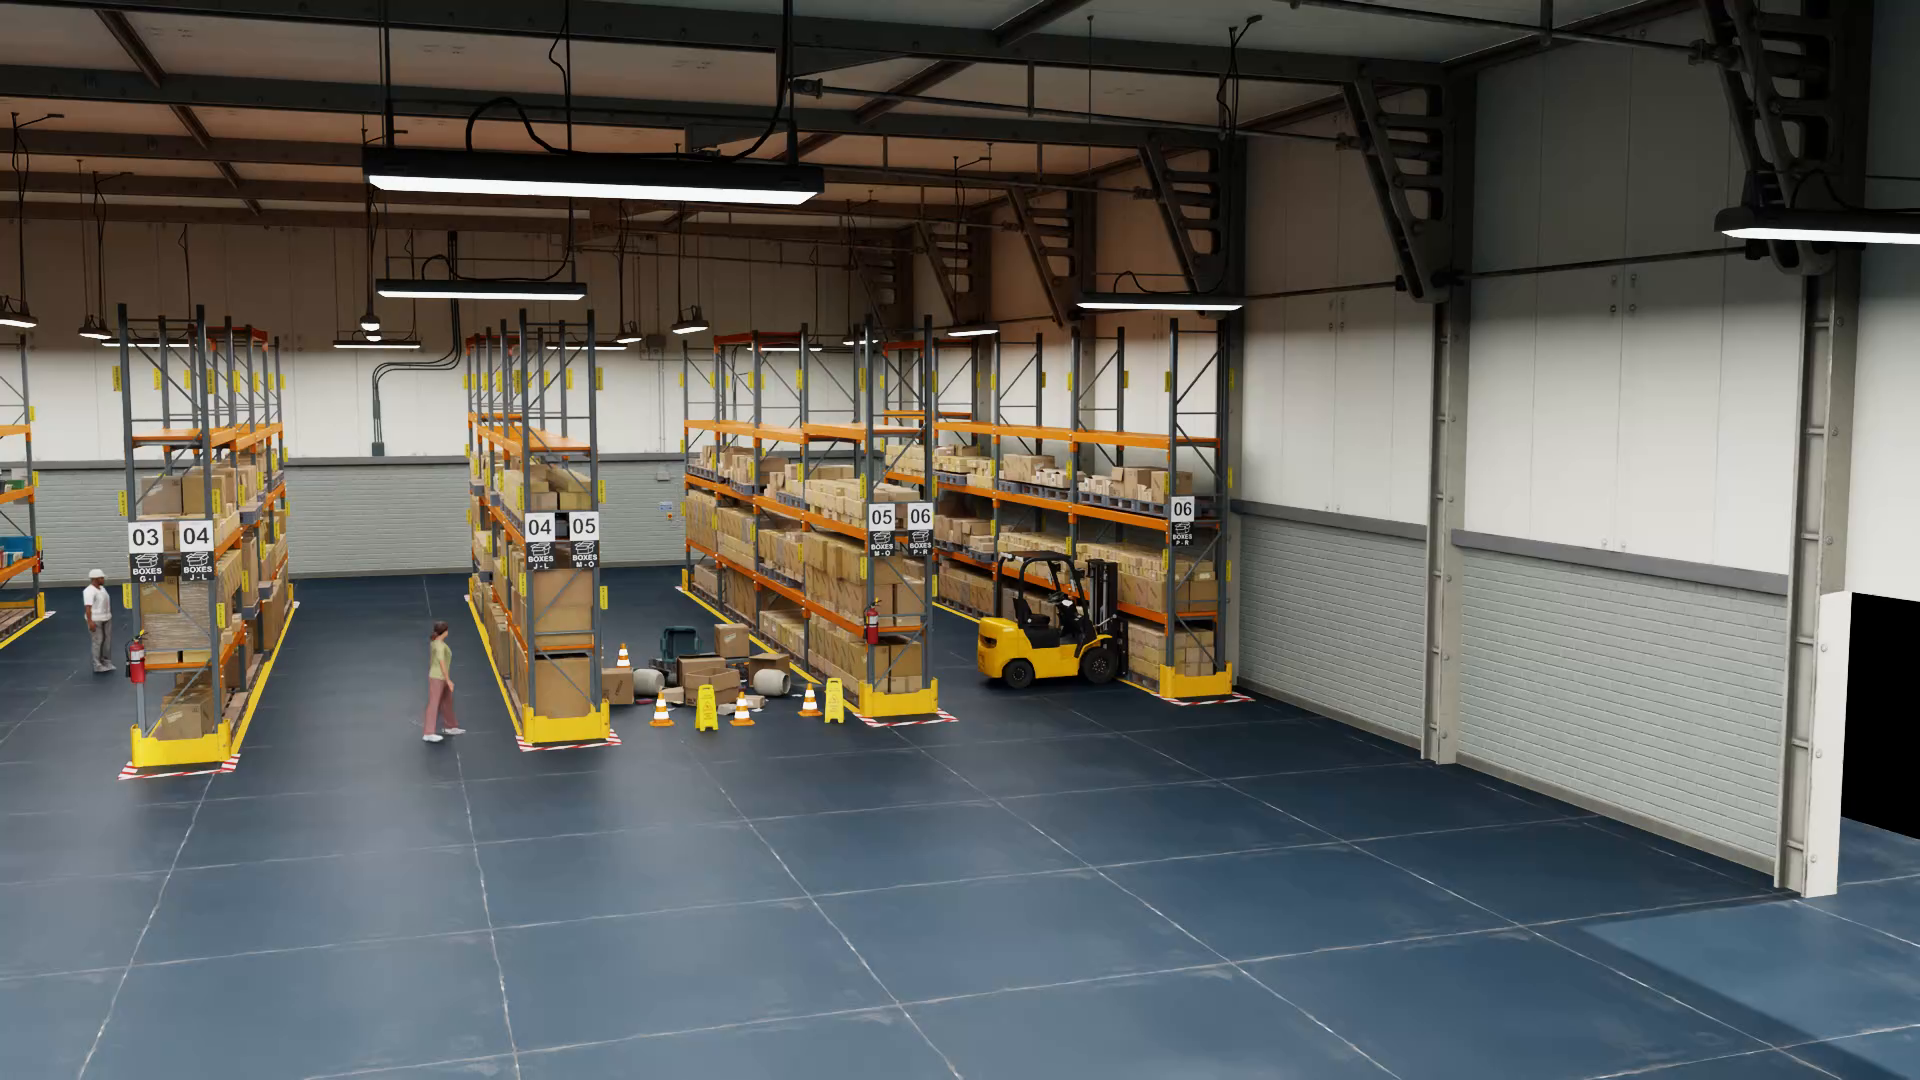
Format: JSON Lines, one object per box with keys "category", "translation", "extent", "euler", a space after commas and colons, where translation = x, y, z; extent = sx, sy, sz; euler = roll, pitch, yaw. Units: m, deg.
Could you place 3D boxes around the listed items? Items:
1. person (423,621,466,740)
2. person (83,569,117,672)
{"category": "person", "translation": [-7.276, 1.963, 23.384], "extent": [0.573, 1.691, 0.629], "euler": [-1, 6, -15]}
{"category": "person", "translation": [-14.924, 1.398, 28.865], "extent": [0.447, 1.786, 0.631], "euler": [1, 6, 13]}
